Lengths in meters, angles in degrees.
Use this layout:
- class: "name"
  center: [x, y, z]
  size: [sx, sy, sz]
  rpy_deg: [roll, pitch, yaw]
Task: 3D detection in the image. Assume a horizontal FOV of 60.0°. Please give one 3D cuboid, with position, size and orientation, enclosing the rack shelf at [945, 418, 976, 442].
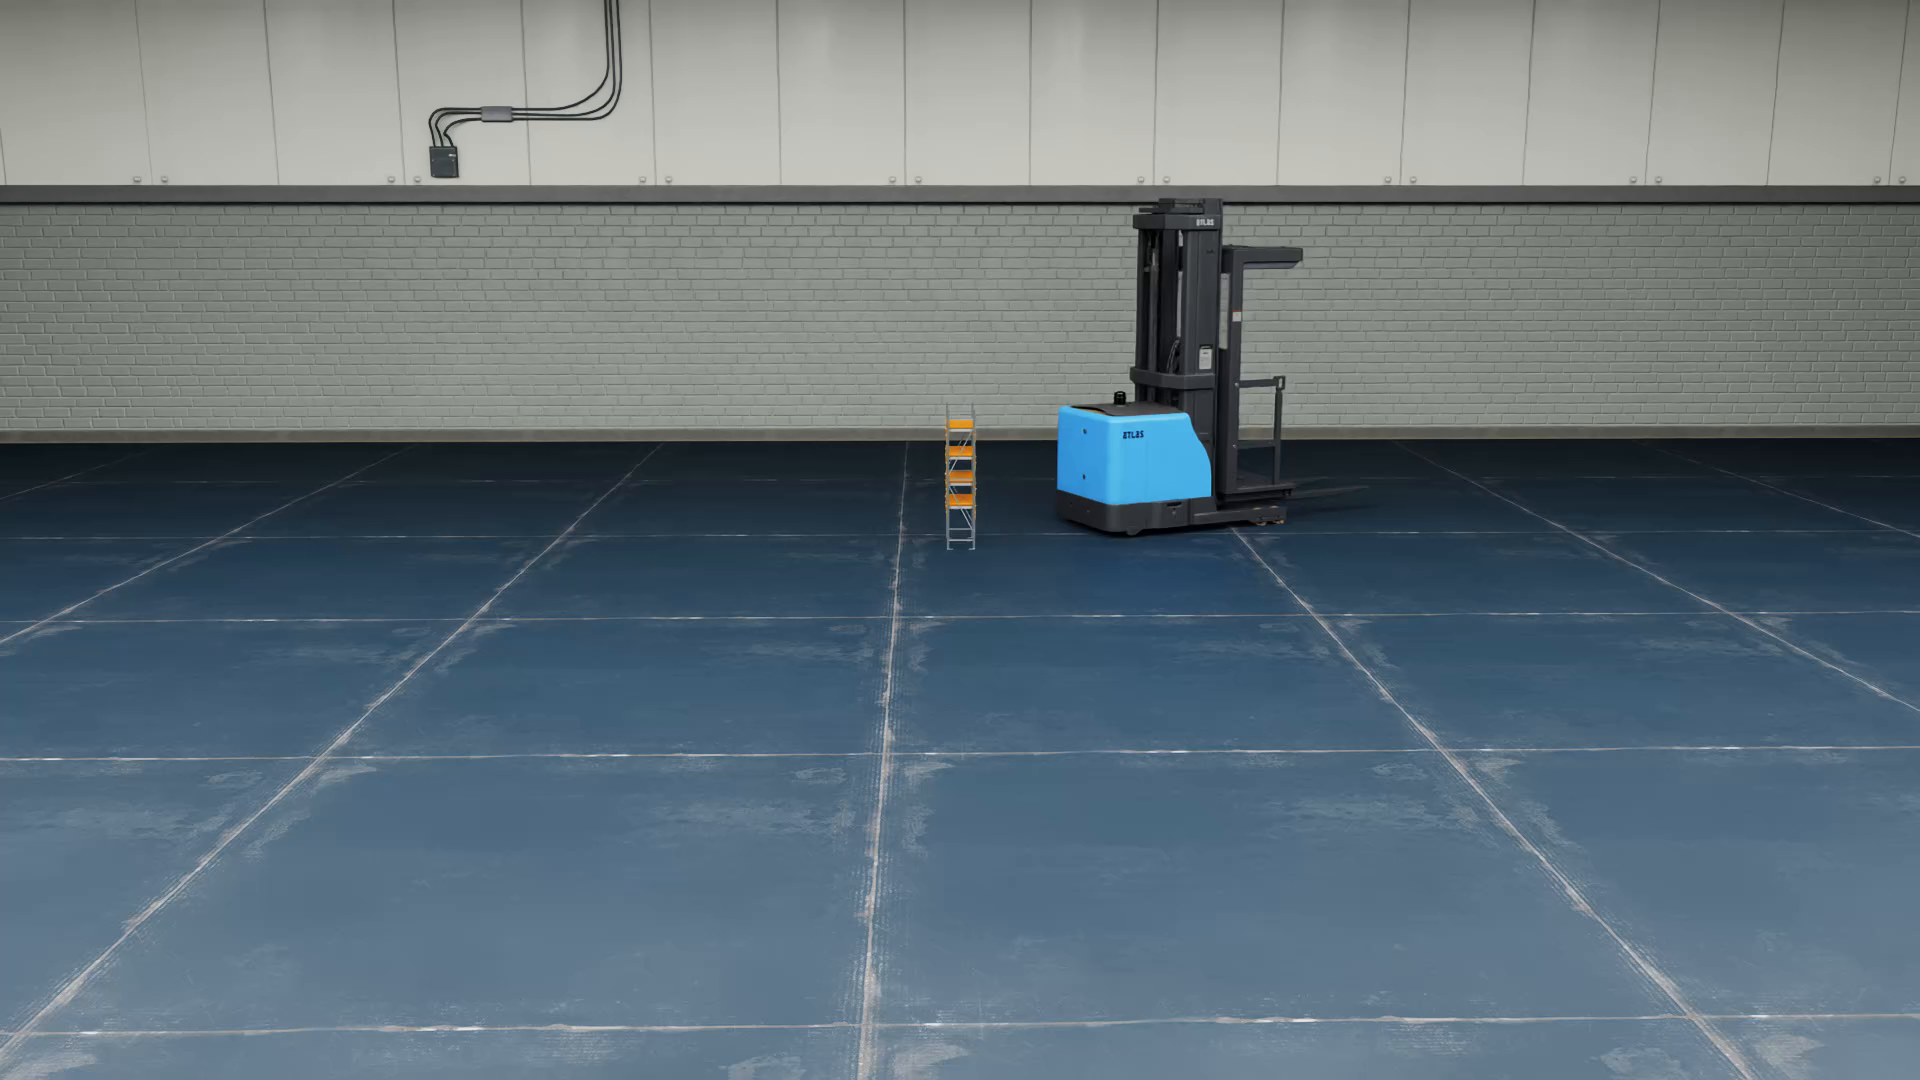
- class: "rack shelf"
  center: [0.003, -0.940, 14.200]
  size: [0.258, 0.148, 0.480]
  rpy_deg: [0, 11, -1]

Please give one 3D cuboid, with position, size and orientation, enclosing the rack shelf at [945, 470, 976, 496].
- class: "rack shelf"
  center: [0.003, -0.489, 14.291]
  size: [0.258, 0.148, 0.480]
  rpy_deg: [0, 11, -1]

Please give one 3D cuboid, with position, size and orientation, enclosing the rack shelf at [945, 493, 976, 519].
- class: "rack shelf"
  center: [0.003, -0.295, 14.330]
  size: [0.258, 0.148, 0.480]
  rpy_deg: [0, 11, -1]

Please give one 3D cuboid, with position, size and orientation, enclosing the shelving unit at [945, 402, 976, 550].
- class: "shelving unit"
  center: [0.003, -0.555, 14.278]
  size: [0.258, 1.200, 0.503]
  rpy_deg: [0, 11, -1]

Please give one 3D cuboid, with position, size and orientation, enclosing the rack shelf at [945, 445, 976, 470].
- class: "rack shelf"
  center: [0.003, -0.708, 14.247]
  size: [0.258, 0.148, 0.480]
  rpy_deg: [0, 11, -1]

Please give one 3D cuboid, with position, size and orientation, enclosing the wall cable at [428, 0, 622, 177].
- class: "wall cable"
  center: [-5.153, -7.284, 19.276]
  size: [2.305, 6.003, 0.169]
  rpy_deg: [0, 11, -1]

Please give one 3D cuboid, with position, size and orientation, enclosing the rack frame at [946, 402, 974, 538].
- class: "rack frame"
  center: [-0.002, -0.604, 14.517]
  size: [0.240, 1.200, 0.015]
  rpy_deg: [0, 11, -1]

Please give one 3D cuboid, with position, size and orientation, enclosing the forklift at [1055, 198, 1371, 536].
- class: "forklift"
  center: [2.437, -1.654, 15.341]
  size: [3.031, 2.935, 1.130]
  rpy_deg: [-6, 13, -26]

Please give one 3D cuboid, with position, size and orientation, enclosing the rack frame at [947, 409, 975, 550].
- class: "rack frame"
  center: [0.008, -0.507, 14.039]
  size: [0.240, 1.200, 0.015]
  rpy_deg: [0, 11, -1]
